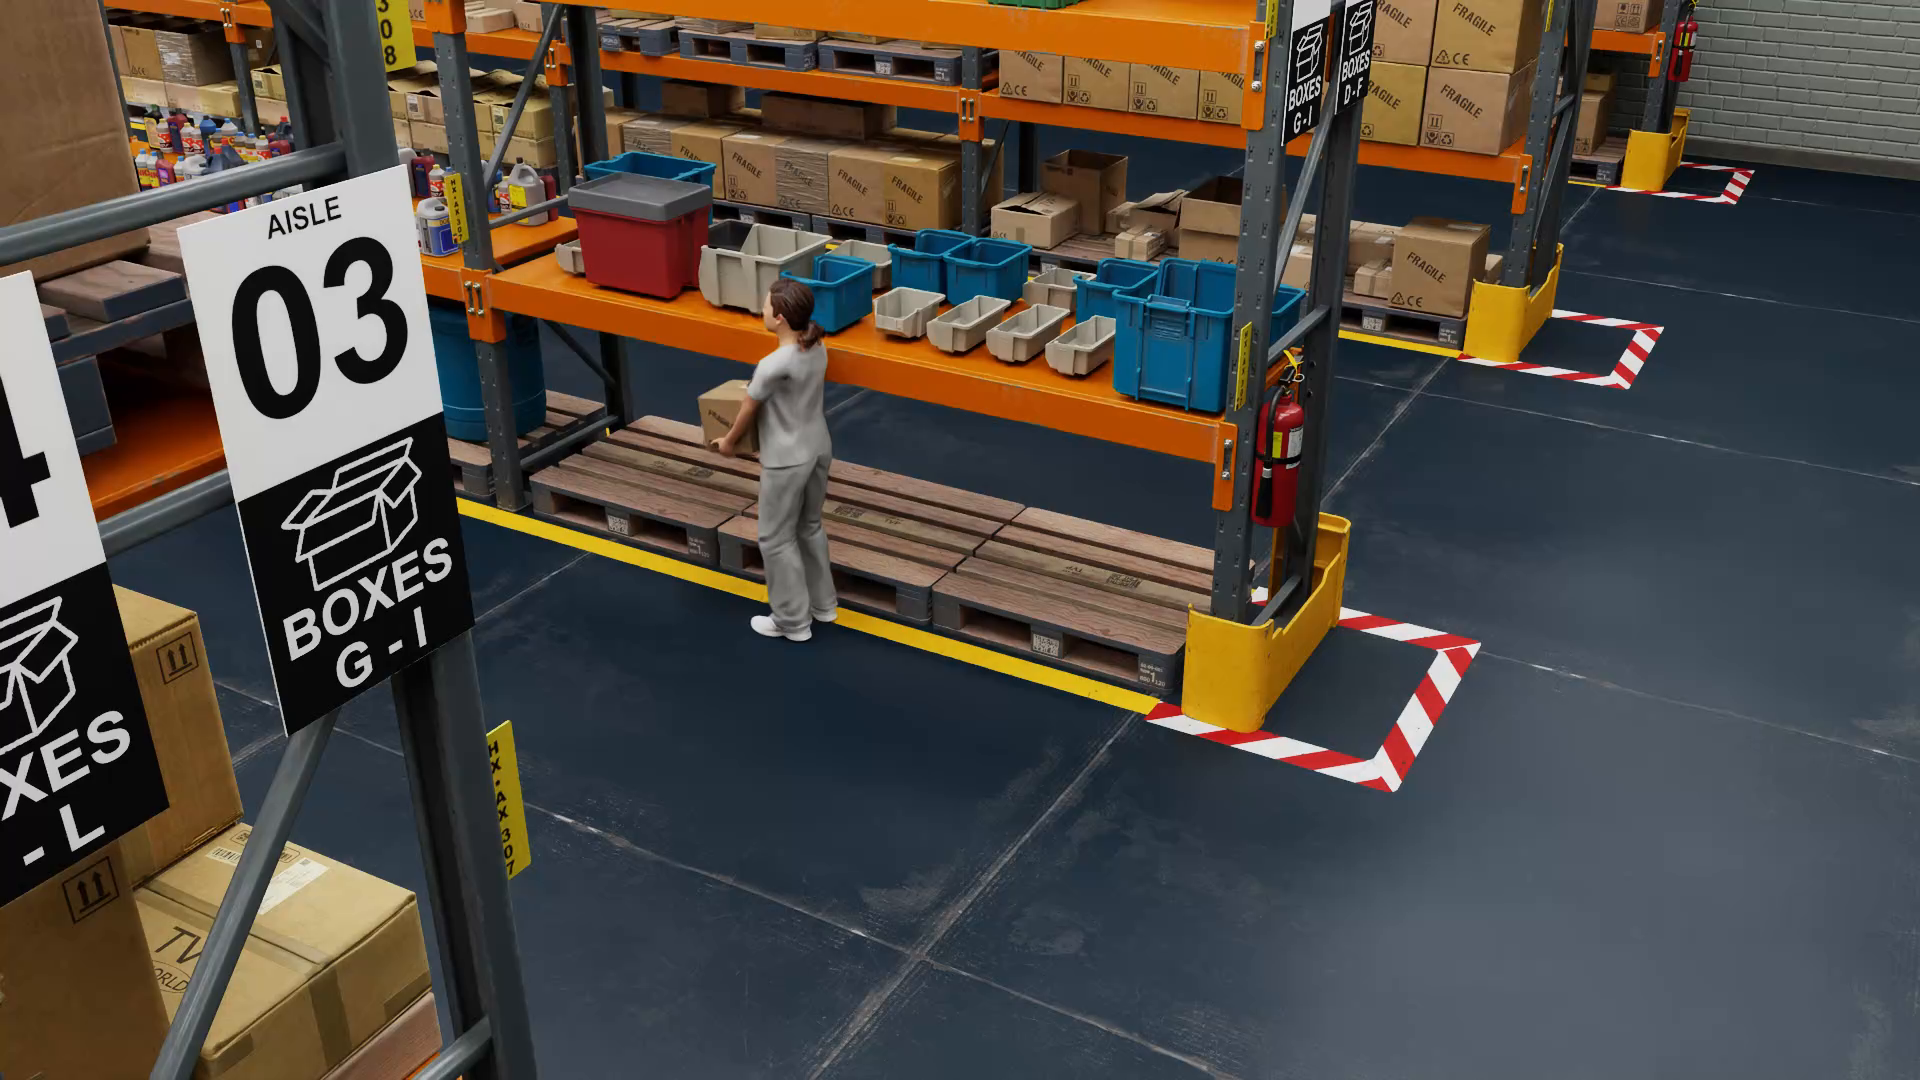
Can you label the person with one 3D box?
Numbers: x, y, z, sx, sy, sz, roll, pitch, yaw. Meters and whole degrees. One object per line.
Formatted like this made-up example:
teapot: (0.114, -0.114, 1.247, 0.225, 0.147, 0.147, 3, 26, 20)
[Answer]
person: (-0.792, -0.361, 7.351, 0.560, 1.663, 0.436, 15, 30, 27)
